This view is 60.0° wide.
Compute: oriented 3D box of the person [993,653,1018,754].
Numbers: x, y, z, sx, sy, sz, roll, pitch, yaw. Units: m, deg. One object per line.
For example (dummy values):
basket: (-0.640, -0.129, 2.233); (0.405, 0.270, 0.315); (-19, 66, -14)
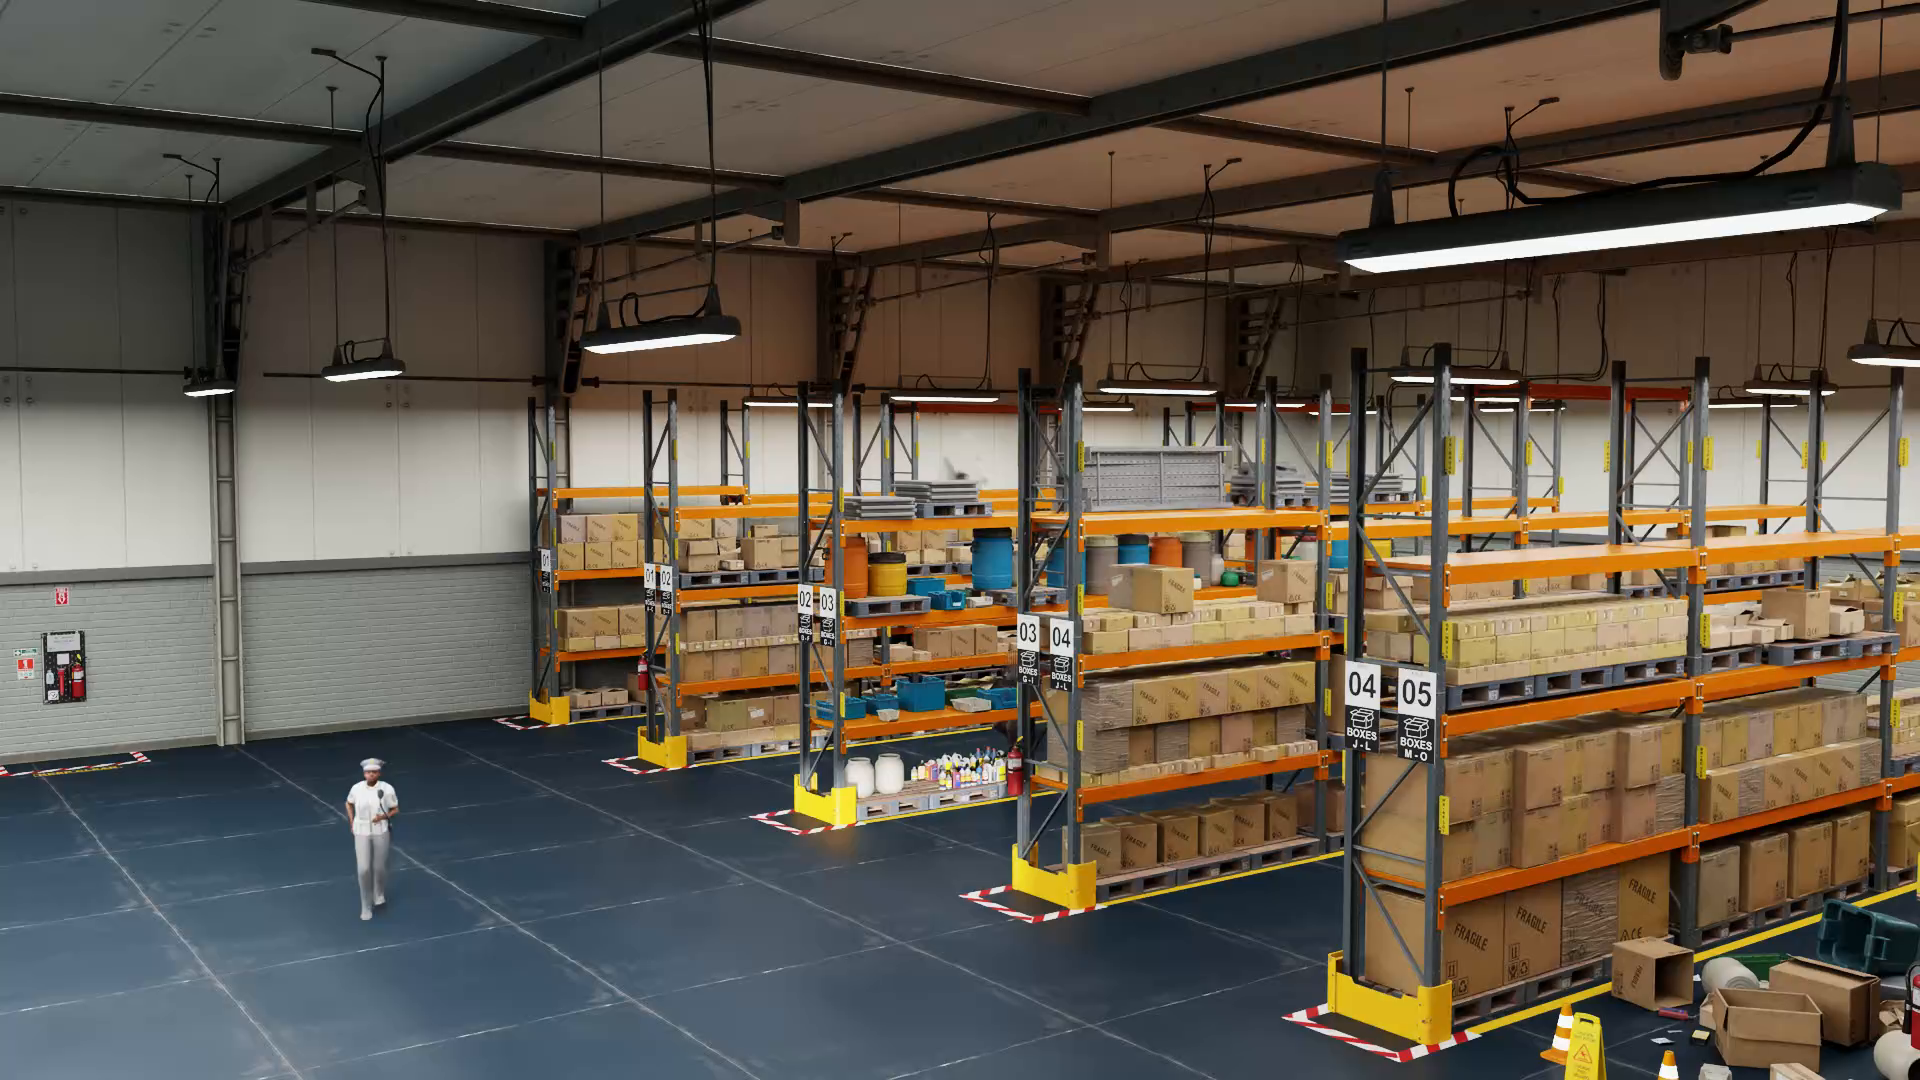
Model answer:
person: (0.799, 2.700, 27.387); (0.537, 1.677, 0.567); (3, 5, 44)

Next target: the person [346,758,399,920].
person: (-6.437, 3.260, 18.225); (0.564, 1.763, 0.677); (-1, 4, -16)
